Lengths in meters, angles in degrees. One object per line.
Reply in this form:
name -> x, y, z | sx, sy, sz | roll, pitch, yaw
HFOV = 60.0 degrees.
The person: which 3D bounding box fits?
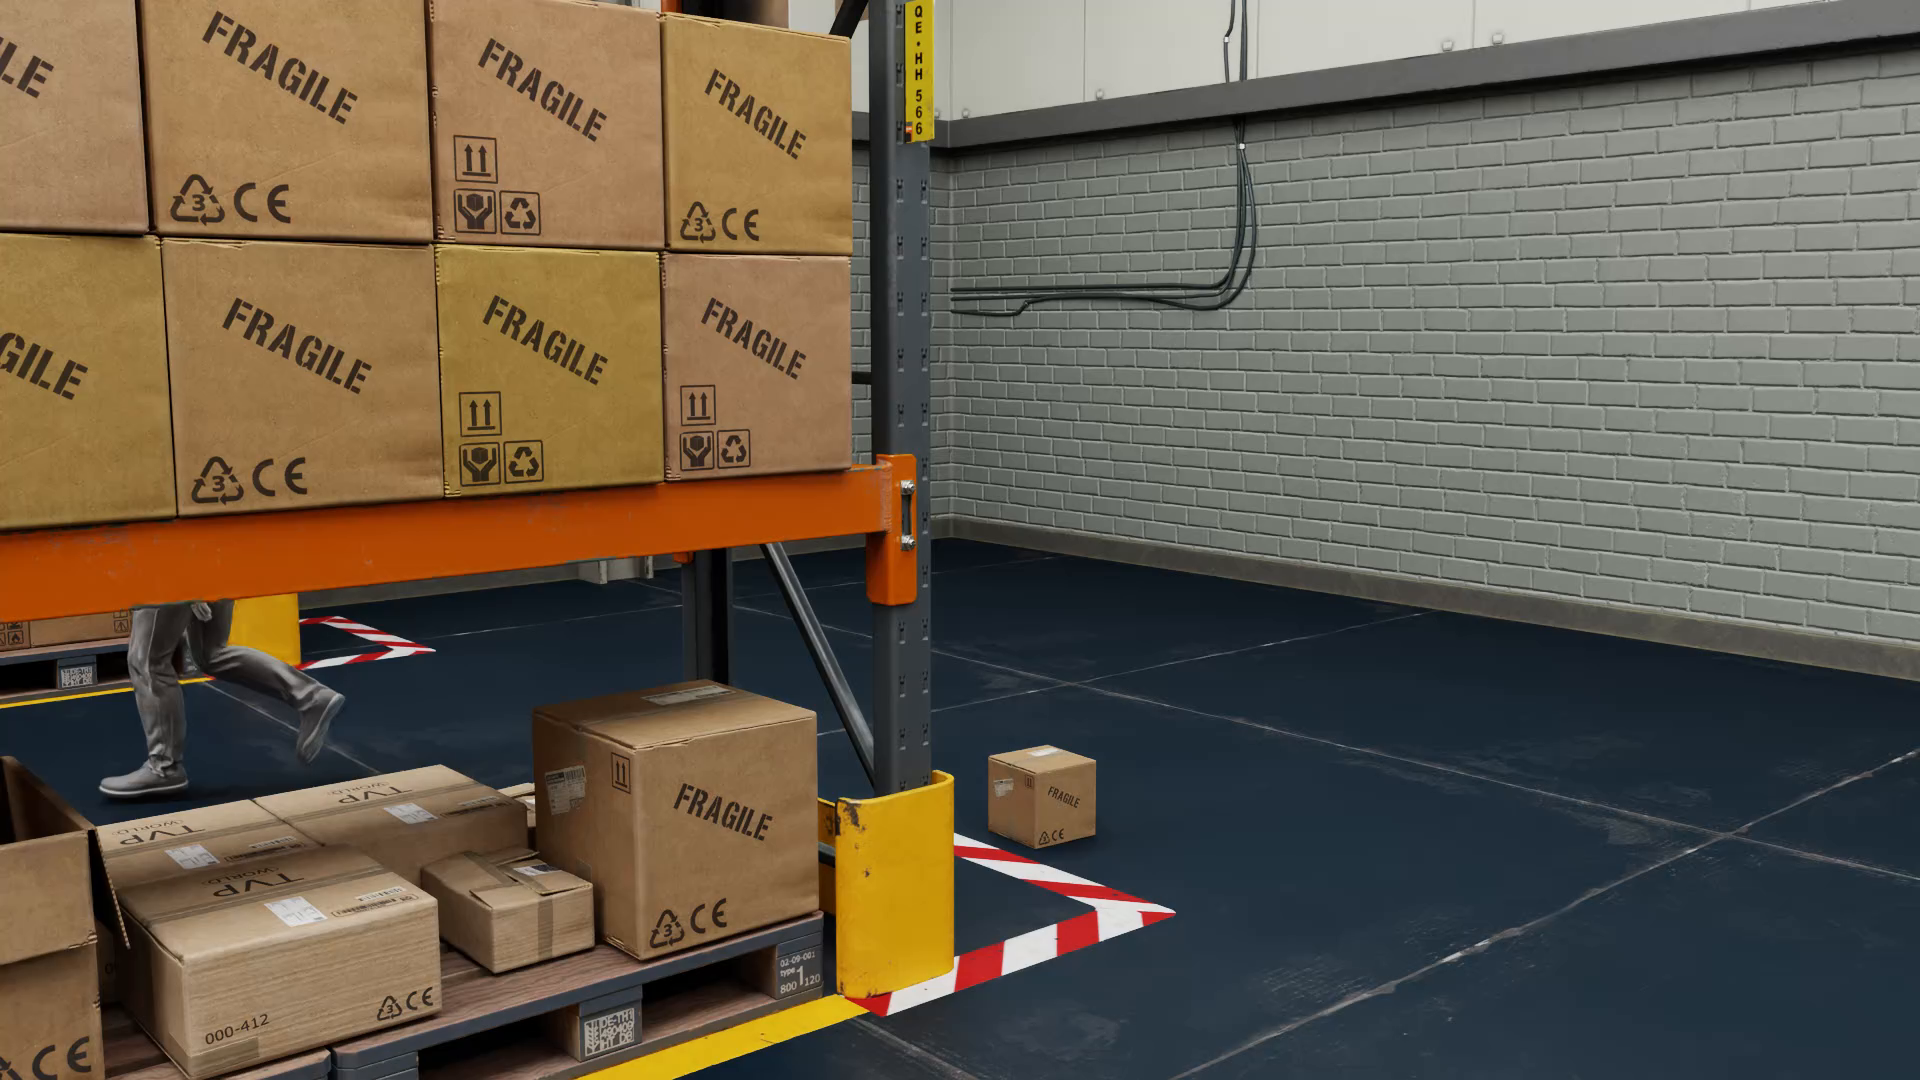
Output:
person -> -2.592, 0.047, 5.746 | 0.790, 1.658, 0.497 | -1, 8, -5
